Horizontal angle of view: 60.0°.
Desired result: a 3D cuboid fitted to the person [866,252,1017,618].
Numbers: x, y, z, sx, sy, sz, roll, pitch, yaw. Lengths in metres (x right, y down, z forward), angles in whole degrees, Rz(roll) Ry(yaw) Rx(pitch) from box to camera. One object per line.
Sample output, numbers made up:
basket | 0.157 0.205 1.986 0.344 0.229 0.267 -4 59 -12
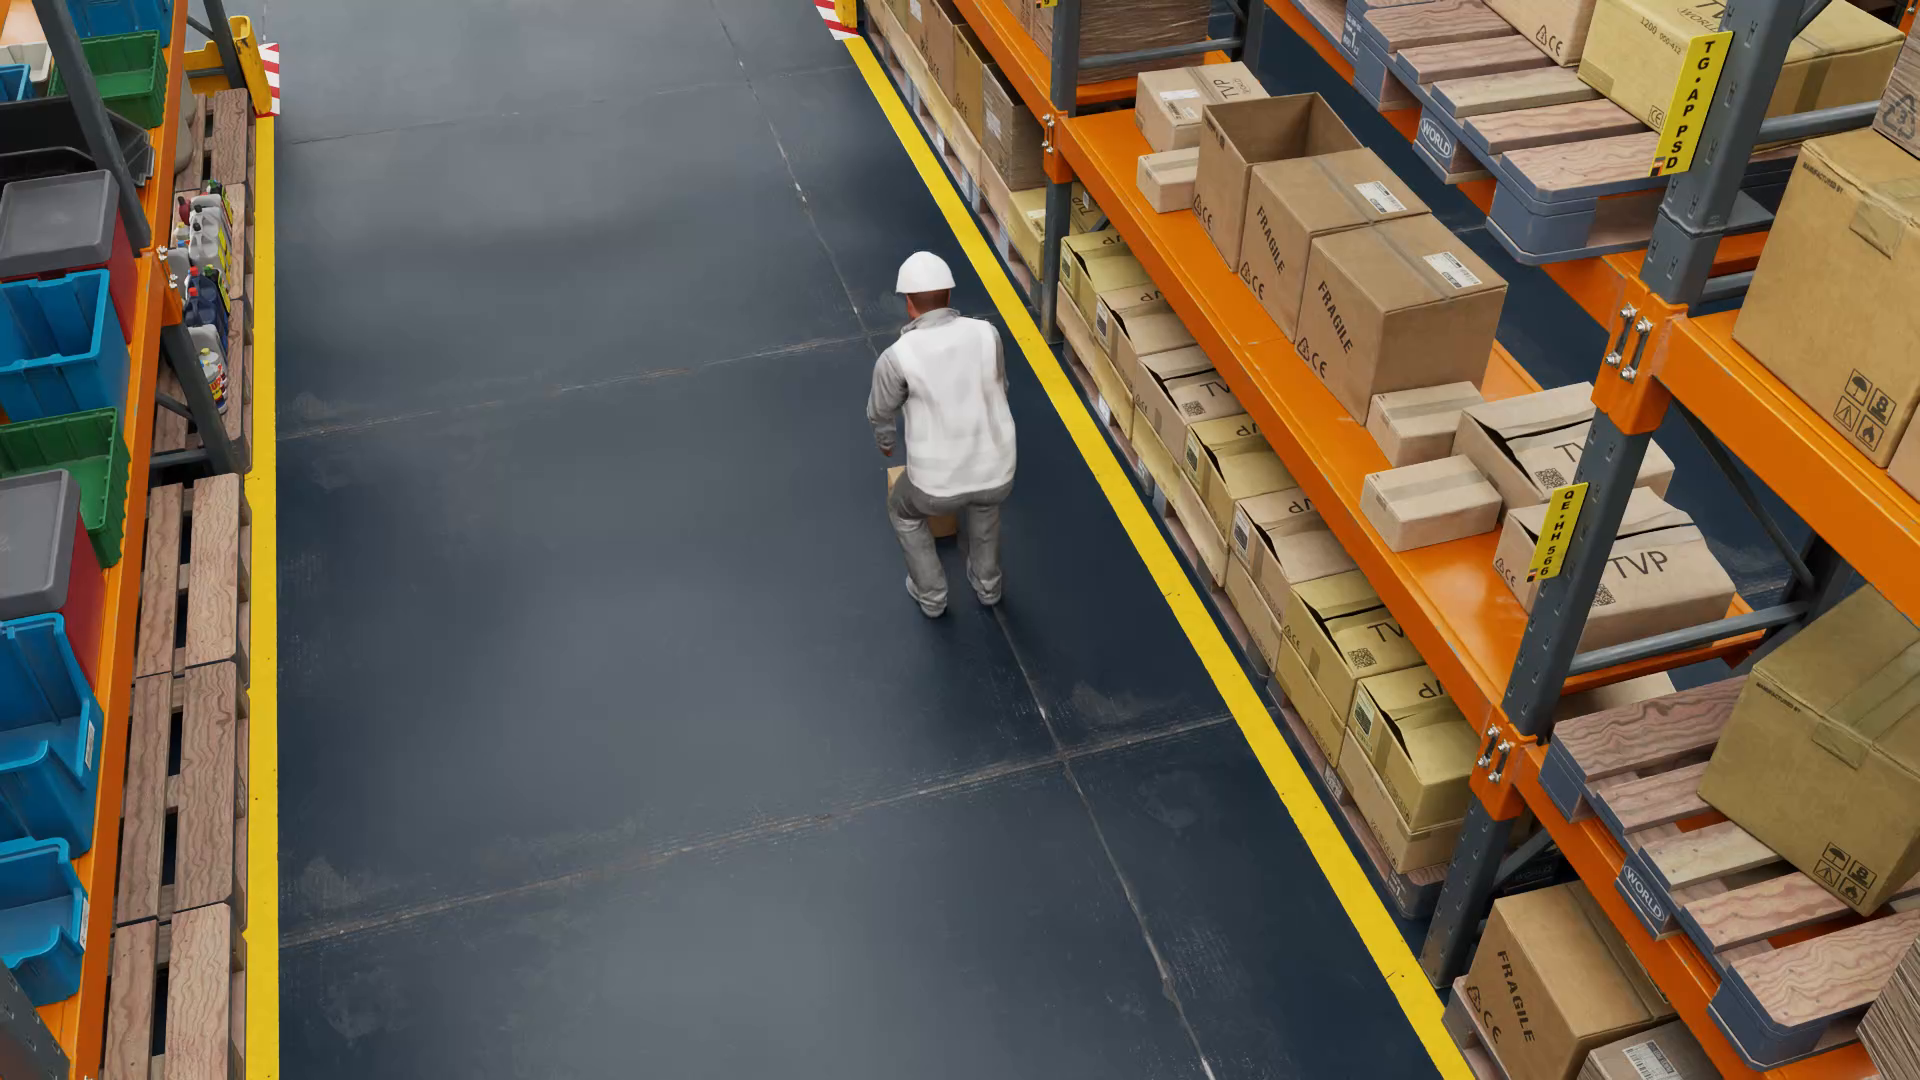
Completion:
person | -0.072 -0.375 6.724 0.588 1.559 0.671 -11 43 -12
